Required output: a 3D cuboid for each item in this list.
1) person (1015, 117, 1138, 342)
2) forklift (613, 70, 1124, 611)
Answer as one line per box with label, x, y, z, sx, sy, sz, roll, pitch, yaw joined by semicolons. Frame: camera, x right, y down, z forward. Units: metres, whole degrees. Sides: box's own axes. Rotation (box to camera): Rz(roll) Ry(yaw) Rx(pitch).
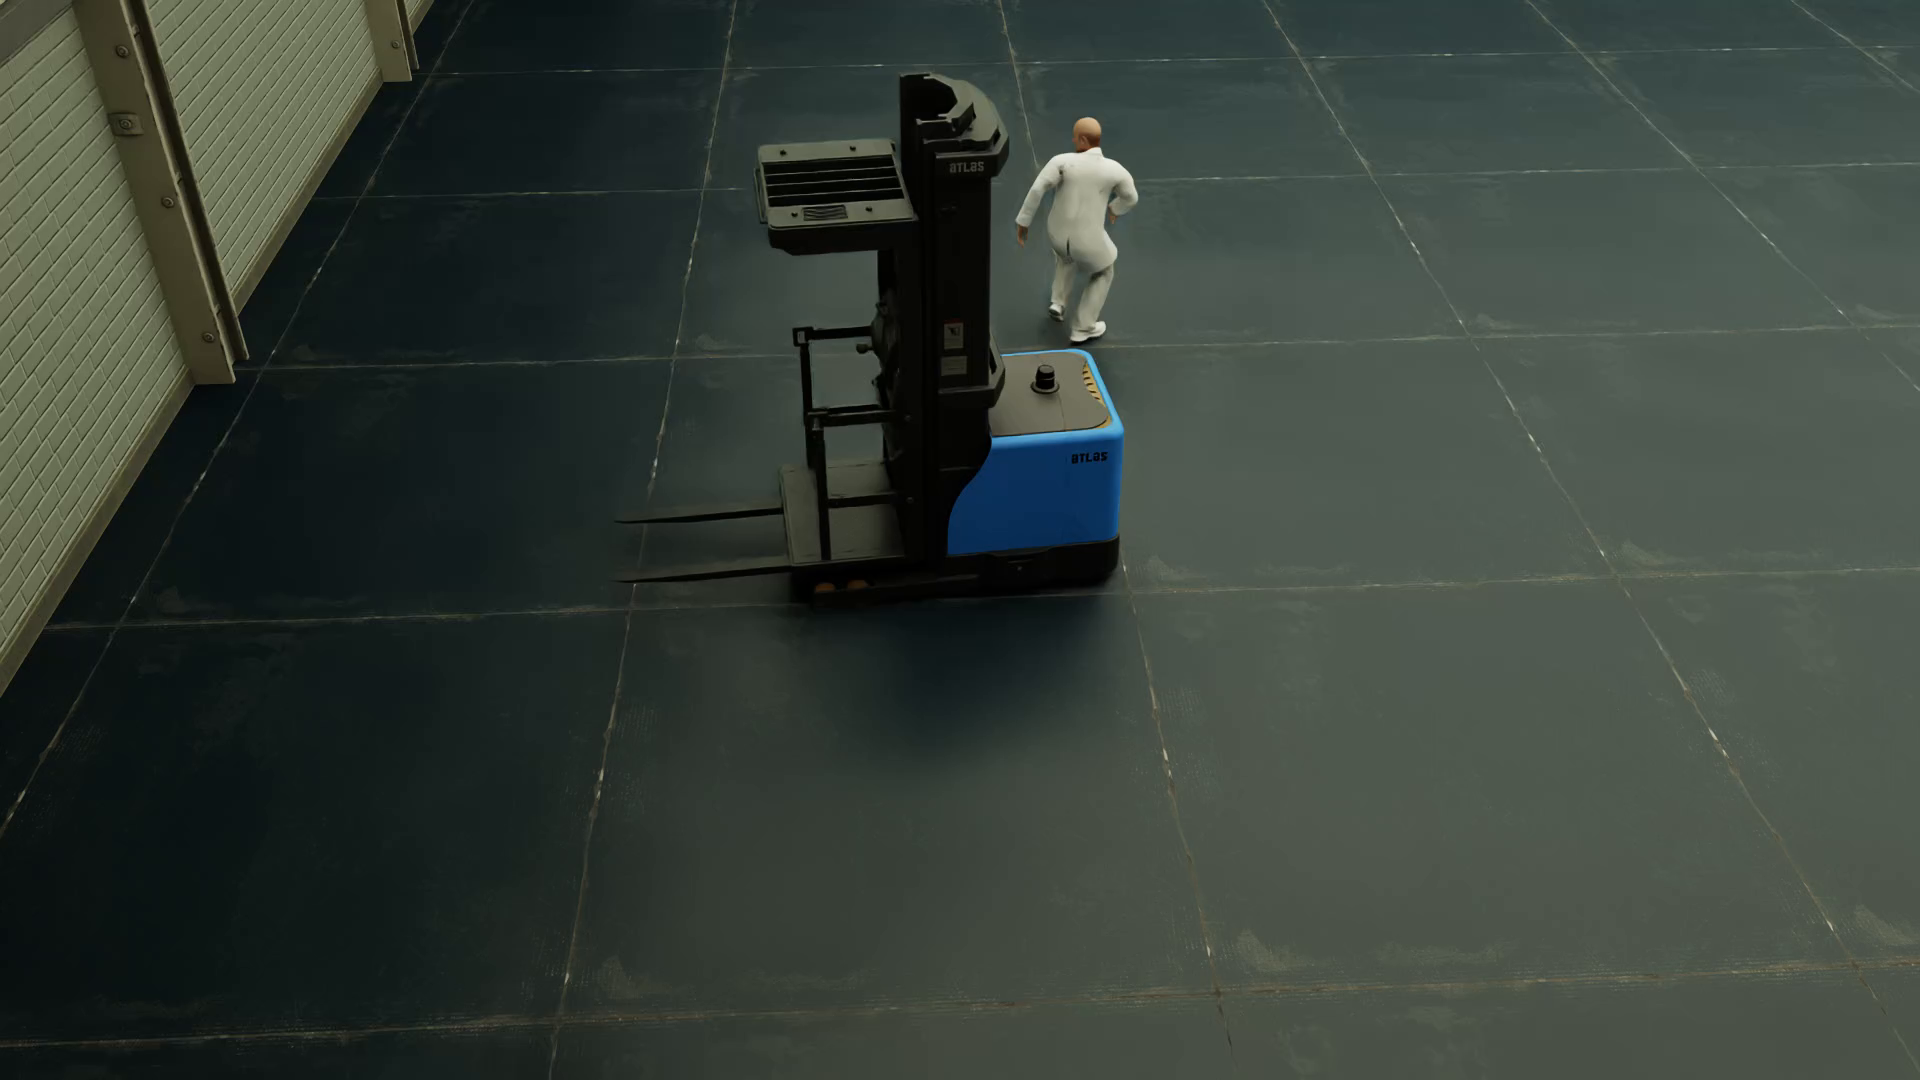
person;0.877;-2.262;12.193;0.773;1.732;0.757;14;38;18
forklift;-0.600;-1.099;9.519;3.031;2.935;1.130;-5;36;-7
